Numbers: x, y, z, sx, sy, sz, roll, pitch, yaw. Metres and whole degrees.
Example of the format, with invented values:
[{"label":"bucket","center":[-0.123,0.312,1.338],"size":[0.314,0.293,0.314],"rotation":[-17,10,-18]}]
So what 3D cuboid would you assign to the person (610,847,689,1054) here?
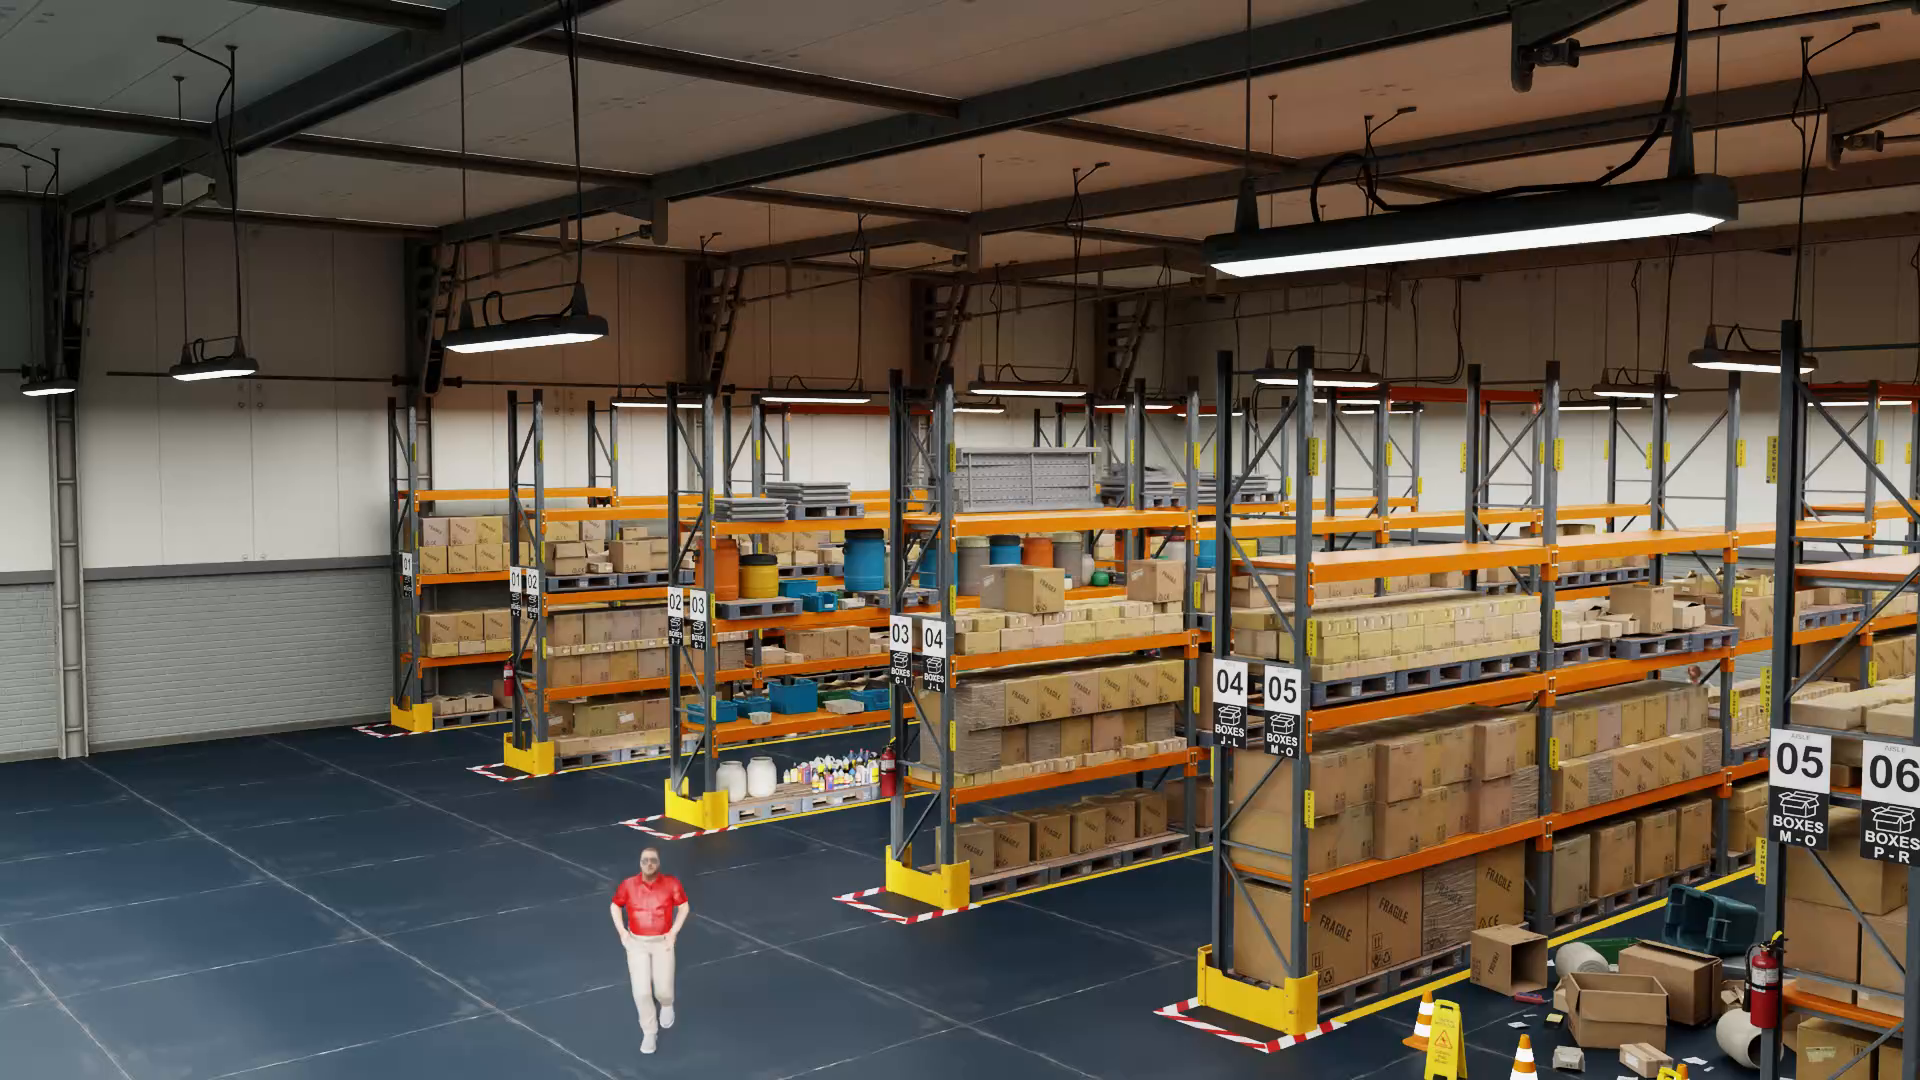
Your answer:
[{"label":"person","center":[-2.672,3.485,14.322],"size":[0.672,1.704,0.618],"rotation":[0,3,-7]}]

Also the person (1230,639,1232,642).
[{"label":"person","center":[5.330,2.324,34.096],"size":[0.697,1.783,0.736],"rotation":[2,4,37]}]

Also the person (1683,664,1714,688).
[{"label":"person","center":[11.964,2.805,27.014],"size":[0.605,1.555,0.545],"rotation":[-3,5,-44]}]
